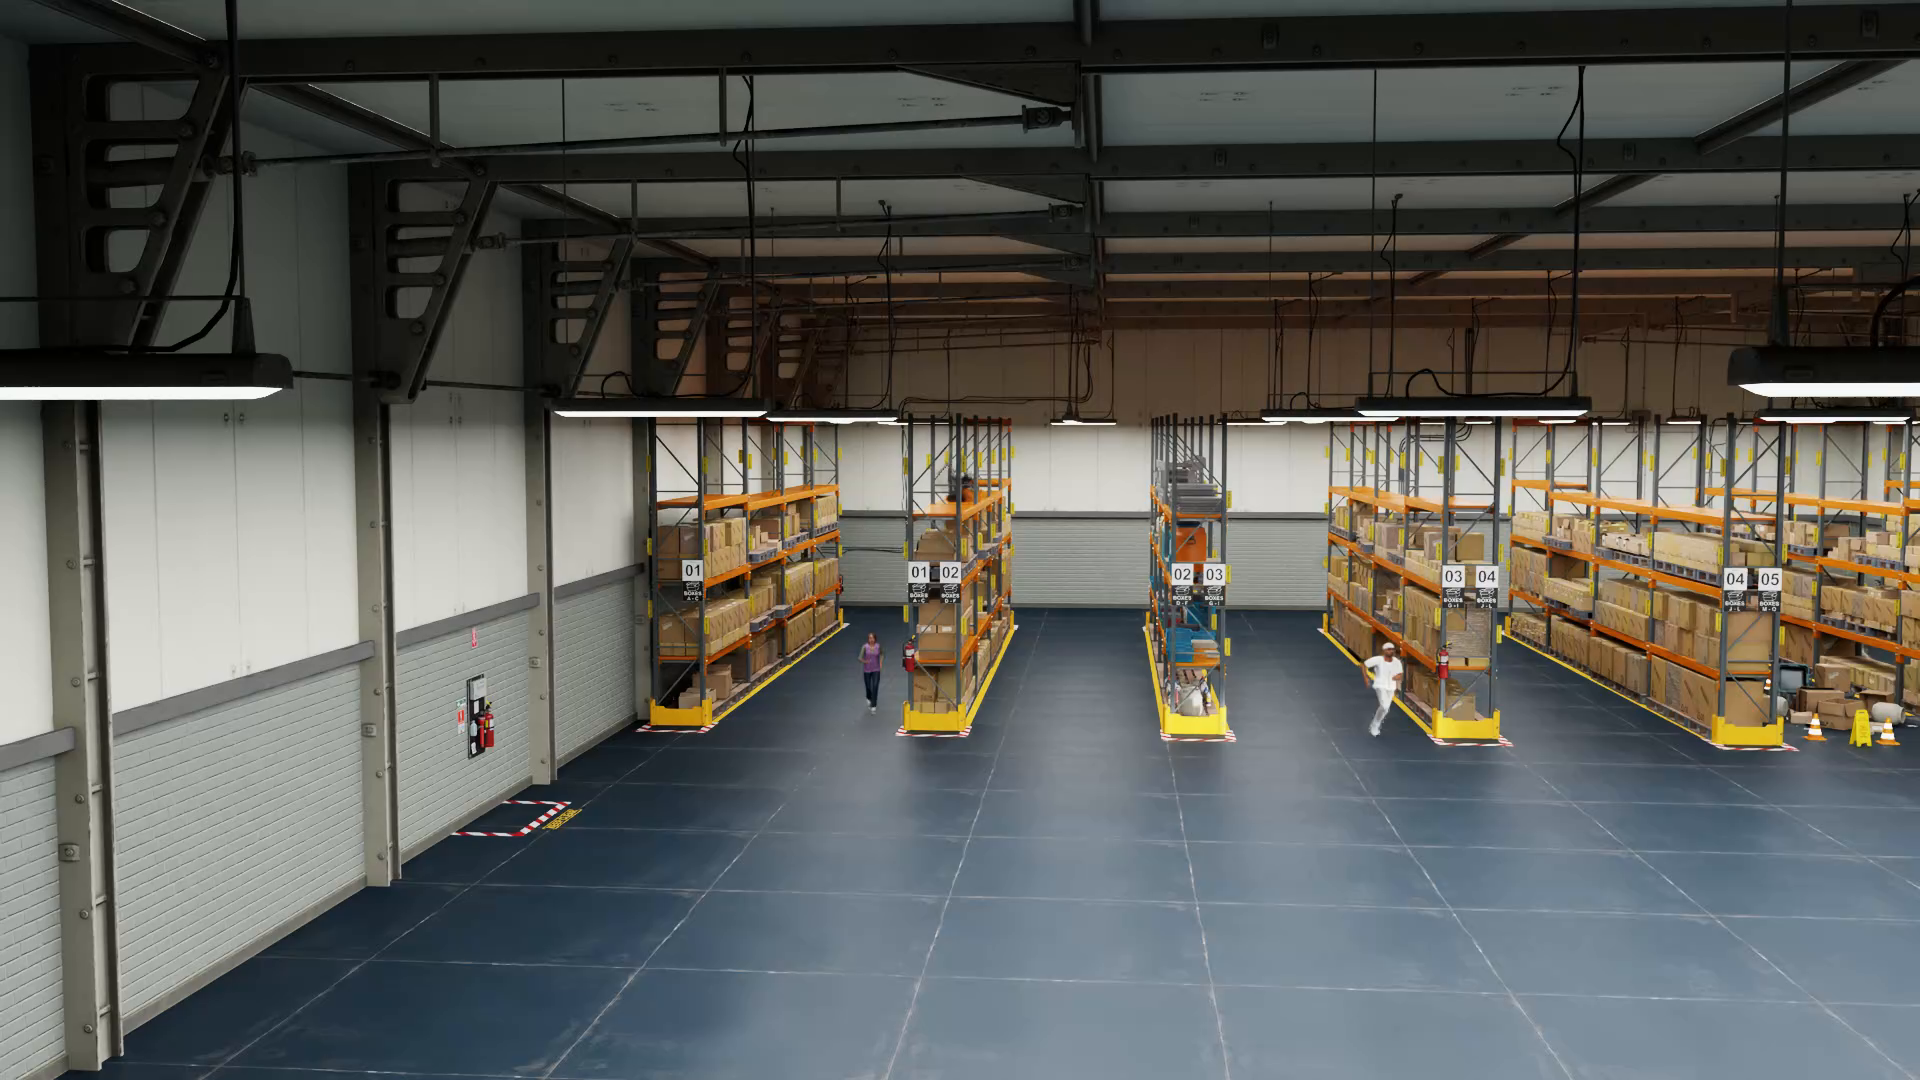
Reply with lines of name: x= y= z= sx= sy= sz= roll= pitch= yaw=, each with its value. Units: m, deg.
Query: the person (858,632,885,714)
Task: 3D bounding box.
person: x=-1.766 y=2.640 z=33.301 sx=0.543 sy=1.586 sz=0.849 roll=0 pitch=4 yaw=-5

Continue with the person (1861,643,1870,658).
person: x=21.516 y=2.260 z=39.507 sx=0.615 sy=1.610 sz=0.707 roll=0 pitch=4 yaw=4

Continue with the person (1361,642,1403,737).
person: x=7.905 y=2.778 z=30.958 sx=0.704 sy=1.755 sz=0.653 roll=-1 pitch=4 yaw=-19
